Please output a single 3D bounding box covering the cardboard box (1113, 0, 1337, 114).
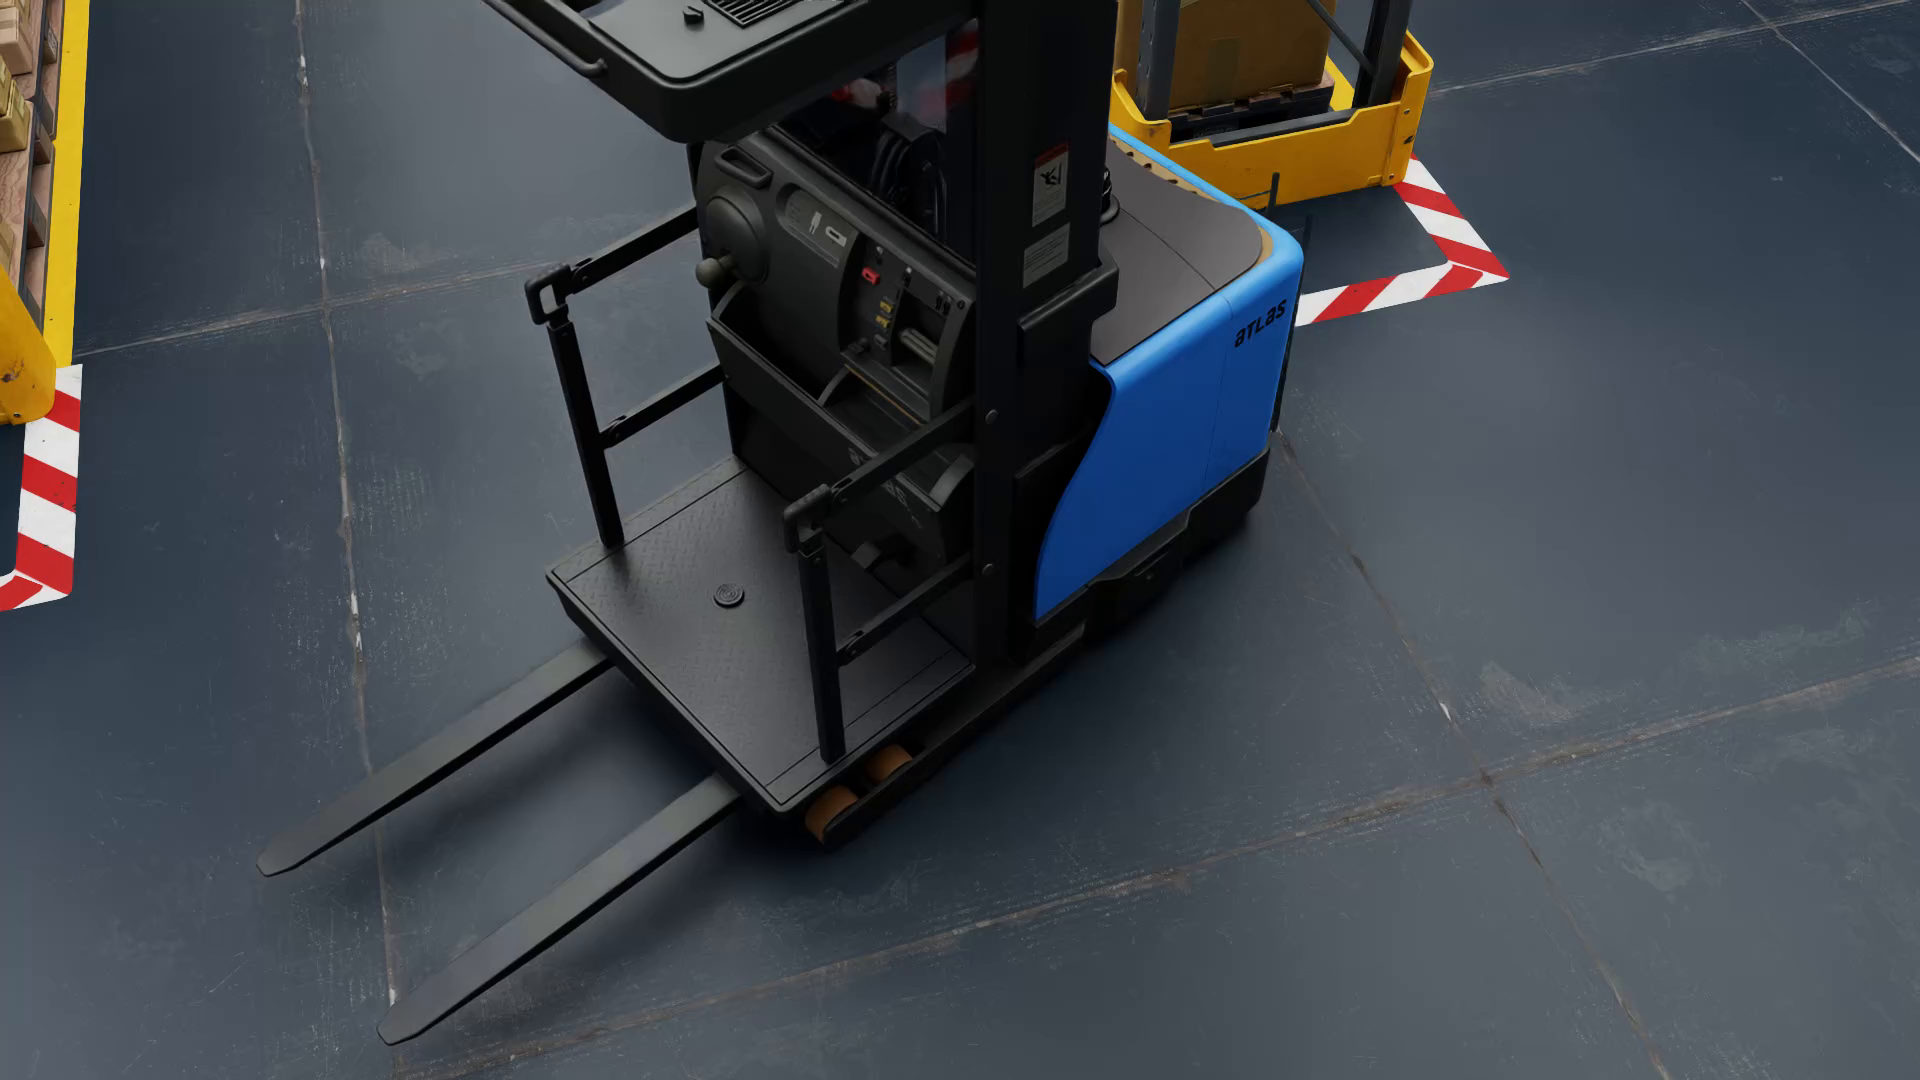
[{"bbox_3d":[0.861,-2.265,6.312,0.875,0.875,0.875,-13,51,-11],"label":"cardboard box"}]

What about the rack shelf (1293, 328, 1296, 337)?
[{"bbox_3d":[0.896,-0.678,5.263,0.258,0.077,0.200,-17,50,-14],"label":"rack shelf"}]

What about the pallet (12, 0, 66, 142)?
[{"bbox_3d":[-4.227,-1.965,6.768,1.003,0.211,1.213,-13,51,-11],"label":"pallet"}]

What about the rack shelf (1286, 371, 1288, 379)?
[{"bbox_3d":[0.900,-0.558,5.397,0.258,0.077,0.200,-17,50,-14],"label":"rack shelf"}]

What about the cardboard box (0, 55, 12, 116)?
[{"bbox_3d":[-3.707,-1.654,6.078,0.380,0.149,0.250,-12,51,-10],"label":"cardboard box"}]

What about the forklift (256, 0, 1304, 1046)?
[{"bbox_3d":[-0.468,-0.570,3.814,3.031,2.935,1.130,-35,58,-26],"label":"forklift"}]

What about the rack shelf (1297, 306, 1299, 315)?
[{"bbox_3d":[0.894,-0.738,5.196,0.258,0.077,0.200,-17,50,-14],"label":"rack shelf"}]

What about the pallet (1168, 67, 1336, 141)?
[{"bbox_3d":[0.816,-2.032,6.825,1.003,0.211,1.213,-13,51,-11],"label":"pallet"}]

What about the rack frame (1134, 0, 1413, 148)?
[{"bbox_3d":[1.127,-2.365,5.282,1.000,3.000,0.127,-13,51,-11],"label":"rack frame"}]

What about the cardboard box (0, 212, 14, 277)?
[{"bbox_3d":[-3.490,-0.989,5.712,0.380,0.149,0.250,-12,51,-10],"label":"cardboard box"}]

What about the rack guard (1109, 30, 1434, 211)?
[{"bbox_3d":[1.134,-1.542,6.223,1.175,0.500,0.348,-13,51,-11],"label":"rack guard"}]

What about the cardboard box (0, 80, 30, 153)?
[{"bbox_3d":[-3.697,-1.553,6.187,0.380,0.149,0.250,-13,51,-11],"label":"cardboard box"}]

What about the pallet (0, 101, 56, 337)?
[{"bbox_3d":[-3.870,-1.075,6.019,1.003,0.211,1.213,-13,51,-11],"label":"pallet"}]

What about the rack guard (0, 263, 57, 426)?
[{"bbox_3d":[-3.664,-0.567,5.401,1.175,0.500,0.348,-13,51,-11],"label":"rack guard"}]

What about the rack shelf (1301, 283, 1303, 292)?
[{"bbox_3d":[0.893,-0.798,5.129,0.258,0.077,0.200,-17,50,-14],"label":"rack shelf"}]

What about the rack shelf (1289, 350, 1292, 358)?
[{"bbox_3d":[0.898,-0.618,5.330,0.258,0.077,0.200,-17,50,-14],"label":"rack shelf"}]

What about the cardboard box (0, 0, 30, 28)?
[{"bbox_3d":[-3.961,-2.116,6.662,0.380,0.149,0.250,-13,51,-11],"label":"cardboard box"}]

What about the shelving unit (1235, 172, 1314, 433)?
[{"bbox_3d":[0.896,-0.700,5.238,0.258,0.900,0.210,-17,50,-14],"label":"shelving unit"}]

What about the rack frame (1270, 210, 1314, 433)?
[{"bbox_3d":[0.934,-0.630,5.175,0.240,0.900,0.006,-17,50,-14],"label":"rack frame"}]

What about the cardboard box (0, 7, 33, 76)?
[{"bbox_3d":[-3.854,-1.919,6.496,0.380,0.149,0.250,-16,52,-13],"label":"cardboard box"}]

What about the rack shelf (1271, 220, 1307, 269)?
[{"bbox_3d":[0.891,-0.858,5.062,0.258,0.077,0.200,-17,50,-14],"label":"rack shelf"}]

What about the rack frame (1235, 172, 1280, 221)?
[{"bbox_3d":[0.857,-0.770,5.302,0.240,0.900,0.006,-17,50,-14],"label":"rack frame"}]
